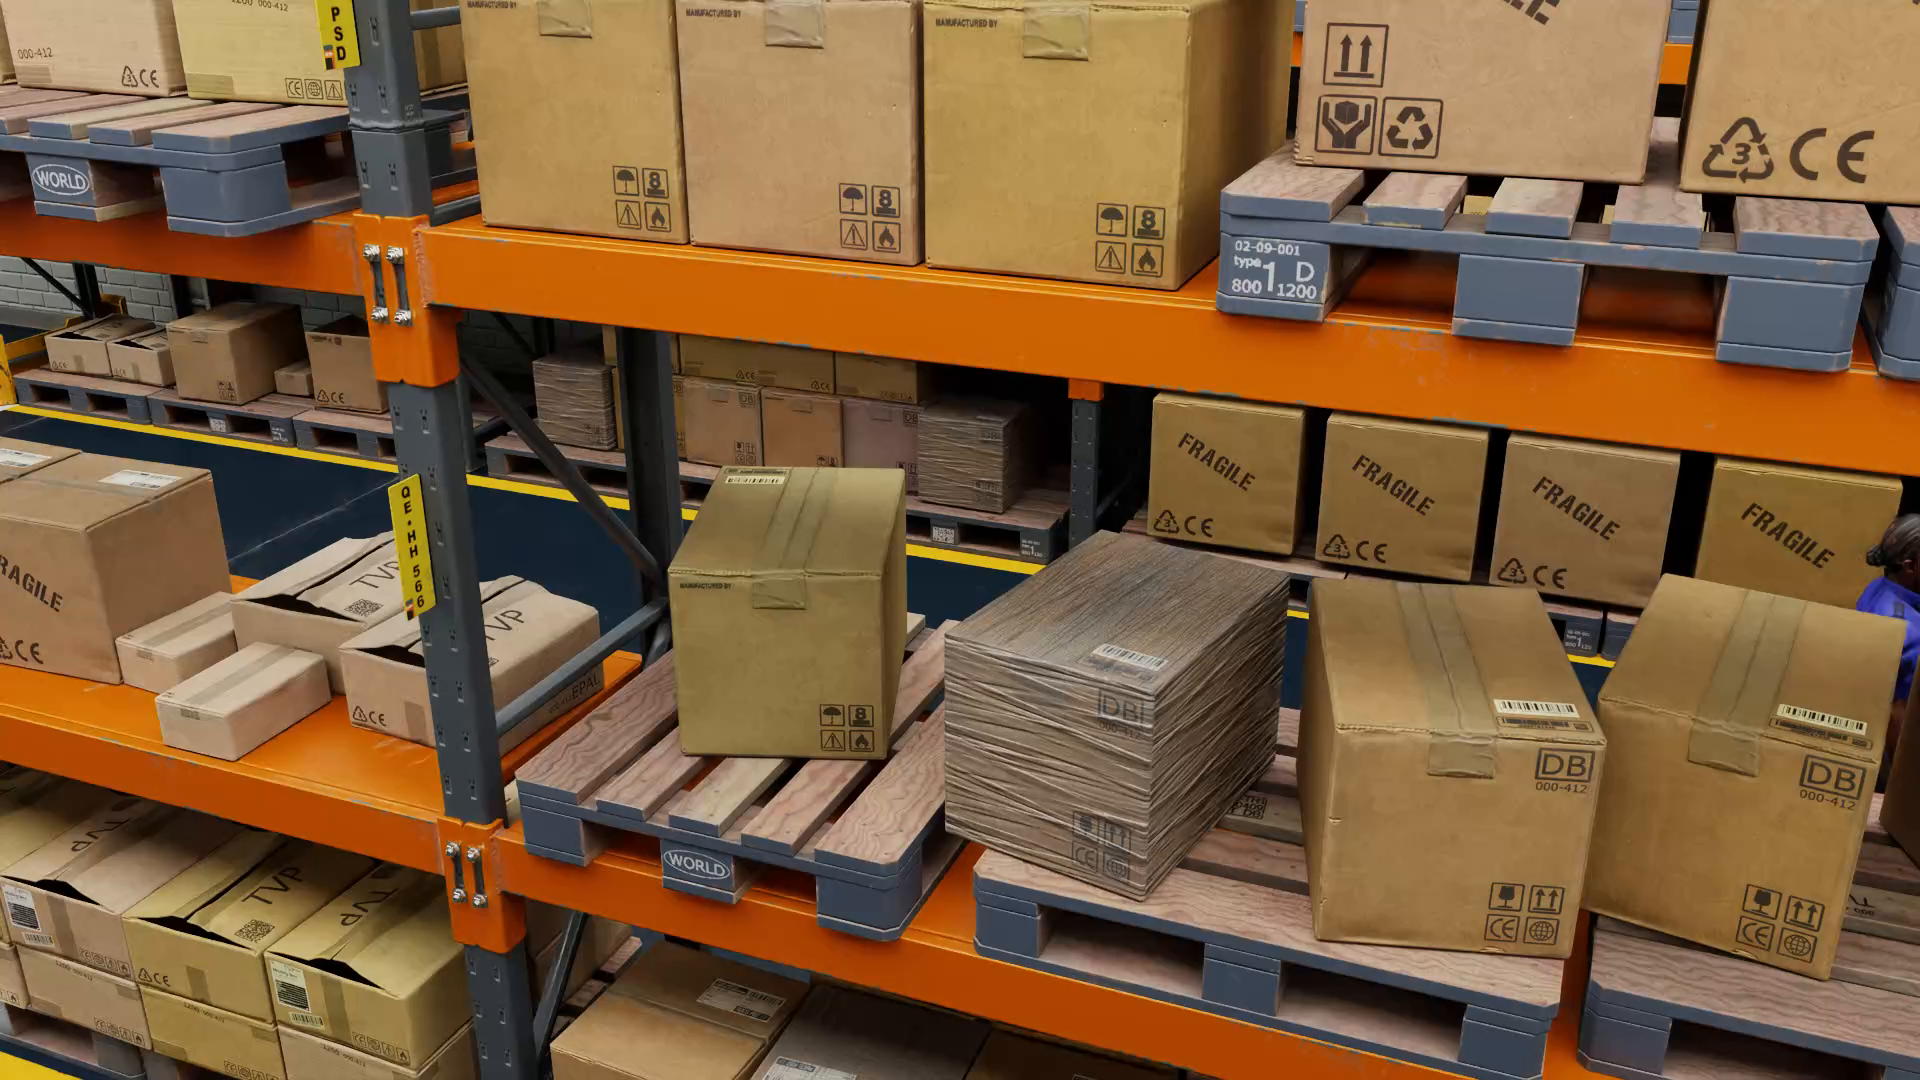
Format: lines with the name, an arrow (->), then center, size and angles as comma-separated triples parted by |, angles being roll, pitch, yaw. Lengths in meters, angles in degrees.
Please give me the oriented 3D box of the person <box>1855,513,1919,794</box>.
person -> 2.992, 0.719, 5.351 | 0.488, 1.694, 0.492 | 12, 25, 26
